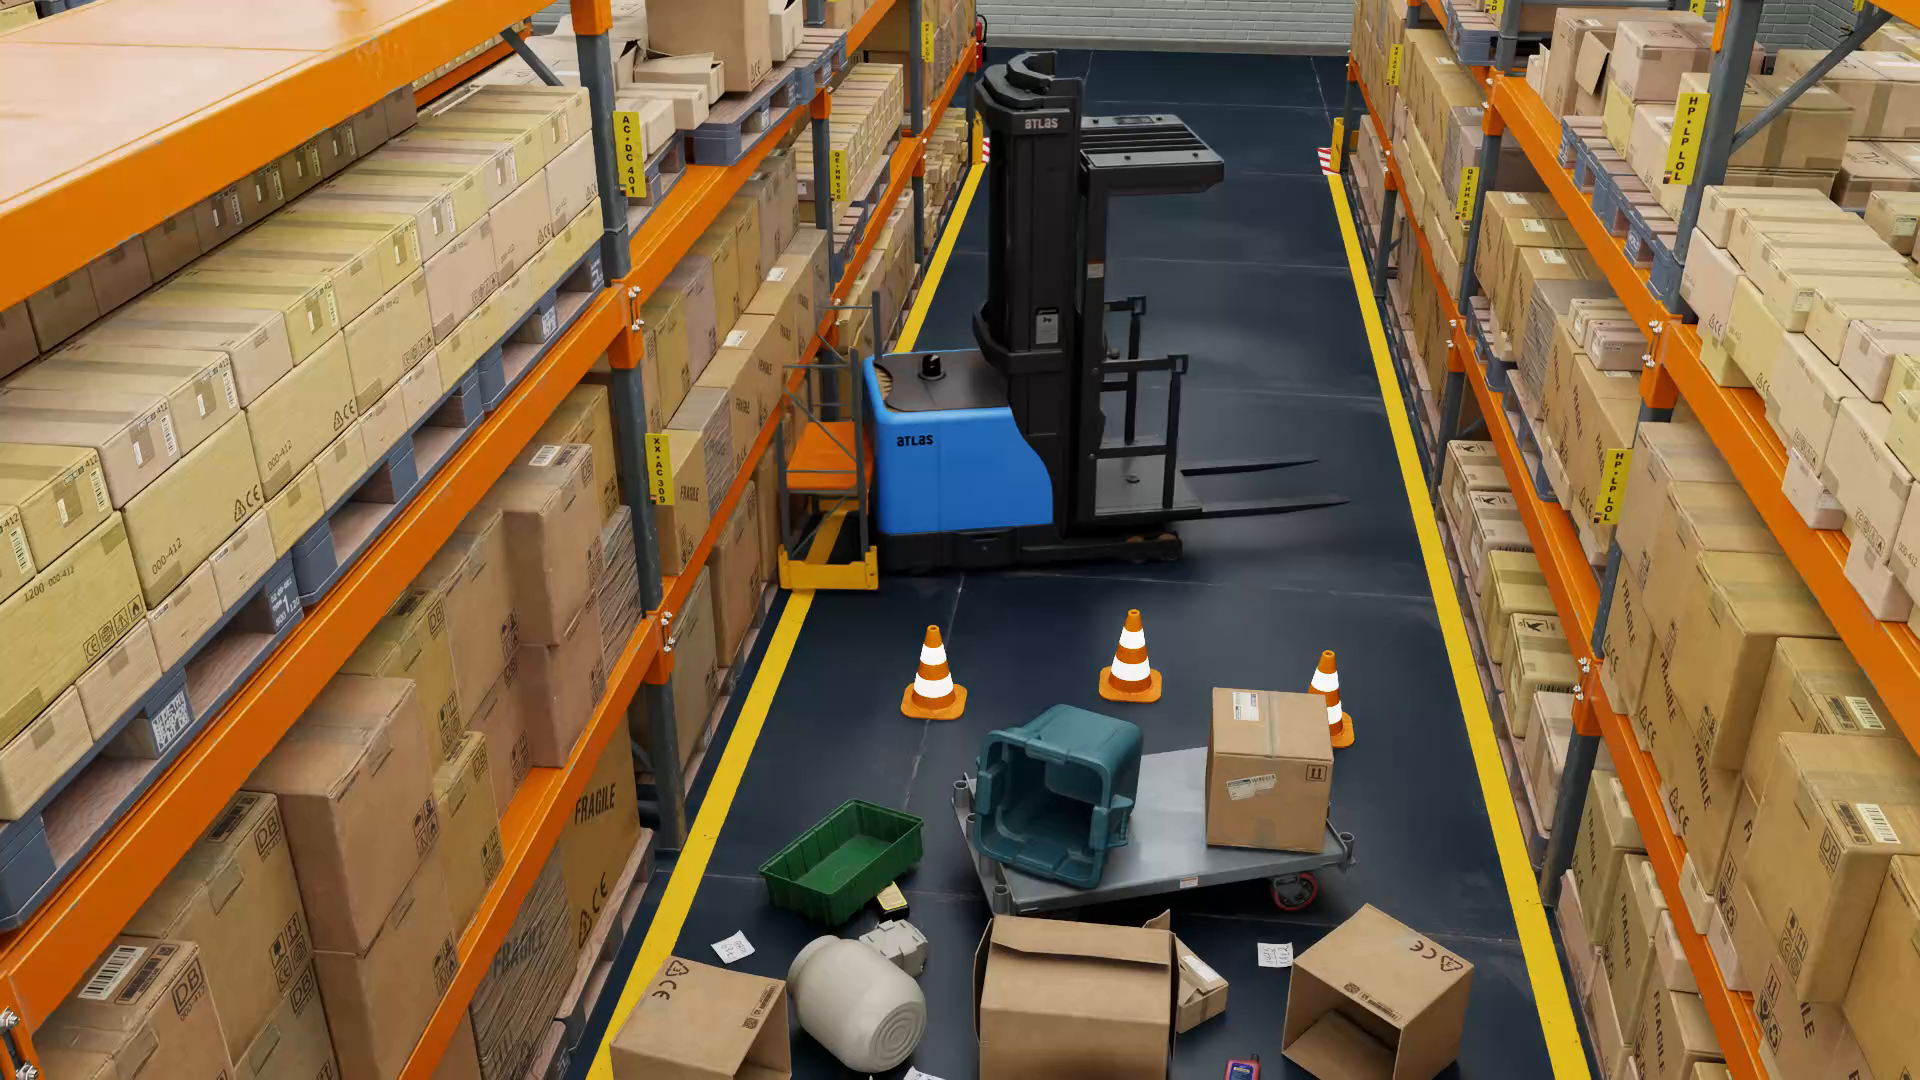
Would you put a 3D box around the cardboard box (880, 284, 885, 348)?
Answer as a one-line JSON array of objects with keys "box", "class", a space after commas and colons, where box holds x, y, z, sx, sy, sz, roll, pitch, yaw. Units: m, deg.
[{"box": [-0.855, -1.672, 12.676, 0.500, 0.500, 0.500, 3, 28, 5], "class": "cardboard box"}]

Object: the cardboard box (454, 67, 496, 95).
[{"box": [-5.352, -4.407, 17.358, 0.875, 0.875, 0.875, 3, 28, 6], "class": "cardboard box"}]

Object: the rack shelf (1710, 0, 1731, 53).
[{"box": [3.368, -2.757, 7.353, 1.077, 0.370, 4.000, 3, 28, 6], "class": "rack shelf"}]

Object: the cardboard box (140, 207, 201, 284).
[{"box": [-2.370, -0.830, 4.633, 0.380, 0.149, 0.250, 3, 28, 6], "class": "cardboard box"}]

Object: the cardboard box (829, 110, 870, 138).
[{"box": [-0.869, -3.069, 12.271, 0.380, 0.149, 0.250, 3, 28, 5], "class": "cardboard box"}]

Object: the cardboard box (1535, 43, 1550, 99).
[{"box": [3.375, -2.553, 9.098, 0.396, 0.266, 0.258, 3, 28, 6], "class": "cardboard box"}]

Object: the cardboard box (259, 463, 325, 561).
[{"box": [-1.808, -0.082, 4.085, 0.380, 0.149, 0.250, 3, 29, 6], "class": "cardboard box"}]

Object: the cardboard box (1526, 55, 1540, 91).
[{"box": [4.131, -4.043, 13.041, 0.975, 1.149, 8.216, 3, 28, 5], "class": "cardboard box"}]

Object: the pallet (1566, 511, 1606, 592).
[{"box": [3.361, 0.065, 7.460, 1.003, 0.211, 1.213, 3, 28, 6], "class": "pallet"}]

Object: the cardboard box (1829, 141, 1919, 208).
[{"box": [3.593, -1.359, 6.454, 0.500, 0.250, 0.500, 3, 28, 5], "class": "cardboard box"}]

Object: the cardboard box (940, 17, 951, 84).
[{"box": [-0.360, -4.535, 15.379, 0.500, 0.500, 0.500, 3, 28, 5], "class": "cardboard box"}]

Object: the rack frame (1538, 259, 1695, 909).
[{"box": [3.123, 0.332, 6.763, 1.000, 3.000, 0.127, 3, 28, 6], "class": "rack frame"}]

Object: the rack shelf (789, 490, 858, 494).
[{"box": [-0.757, -0.488, 10.074, 0.416, 0.036, 0.922, 1, 27, 4], "class": "rack shelf"}]

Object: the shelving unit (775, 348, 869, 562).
[{"box": [-0.762, -0.603, 9.981, 0.500, 1.500, 0.985, 1, 27, 4], "class": "shelving unit"}]

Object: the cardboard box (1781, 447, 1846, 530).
[{"box": [2.597, -0.143, 4.748, 0.380, 0.149, 0.250, 3, 28, 5], "class": "cardboard box"}]

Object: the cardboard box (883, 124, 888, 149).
[{"box": [-0.768, -3.192, 13.126, 0.380, 0.149, 0.250, 2, 28, 4], "class": "cardboard box"}]

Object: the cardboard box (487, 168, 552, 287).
[{"box": [-1.670, -1.037, 5.439, 0.500, 0.250, 0.500, 3, 28, 6], "class": "cardboard box"}]

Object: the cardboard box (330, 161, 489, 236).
[{"box": [-1.653, -1.030, 5.005, 0.380, 0.149, 0.250, 3, 29, 6], "class": "cardboard box"}]

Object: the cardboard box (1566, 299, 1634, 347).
[{"box": [3.038, -0.999, 7.688, 0.380, 0.149, 0.250, 2, 28, 4], "class": "cardboard box"}]

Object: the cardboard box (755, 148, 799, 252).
[{"box": [-1.377, -2.064, 10.051, 0.700, 0.500, 0.500, 3, 28, 6], "class": "cardboard box"}]

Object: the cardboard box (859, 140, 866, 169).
[{"box": [-0.897, -2.818, 12.119, 0.380, 0.149, 0.250, 3, 28, 6], "class": "cardboard box"}]

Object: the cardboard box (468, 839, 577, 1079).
[{"box": [-2.055, 1.559, 6.283, 0.875, 0.875, 0.875, 4, 29, 7], "class": "cardboard box"}]

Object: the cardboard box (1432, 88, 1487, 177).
[{"box": [3.539, -2.769, 11.359, 0.500, 0.500, 0.500, 3, 28, 6], "class": "cardboard box"}]

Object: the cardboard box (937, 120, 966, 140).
[{"box": [-0.138, -4.240, 17.185, 0.380, 0.149, 0.250, 3, 28, 5], "class": "cardboard box"}]

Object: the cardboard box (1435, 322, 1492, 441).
[{"box": [3.781, -1.120, 11.256, 0.875, 0.875, 0.875, 3, 28, 6], "class": "cardboard box"}]

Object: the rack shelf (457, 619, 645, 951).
[{"box": [-2.047, 1.233, 5.568, 0.919, 0.052, 3.809, 3, 28, 6], "class": "rack shelf"}]

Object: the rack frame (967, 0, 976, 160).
[{"box": [-0.331, -5.556, 17.693, 1.000, 3.000, 0.127, 3, 28, 6], "class": "rack frame"}]

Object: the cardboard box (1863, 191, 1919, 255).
[{"box": [3.301, -1.067, 5.621, 0.380, 0.149, 0.250, 4, 29, 7], "class": "cardboard box"}]

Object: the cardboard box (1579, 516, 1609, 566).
[{"box": [2.912, 0.000, 7.202, 0.380, 0.149, 0.250, 4, 29, 7], "class": "cardboard box"}]

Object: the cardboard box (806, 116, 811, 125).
[{"box": [-1.389, -3.341, 13.403, 0.380, 0.149, 0.250, 4, 29, 7], "class": "cardboard box"}]

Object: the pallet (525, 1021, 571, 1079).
[{"box": [-2.120, 2.249, 6.145, 1.003, 0.211, 1.213, 3, 28, 6], "class": "pallet"}]

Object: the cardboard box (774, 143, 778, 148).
[{"box": [-1.547, -2.862, 12.201, 0.380, 0.149, 0.250, 4, 29, 7], "class": "cardboard box"}]

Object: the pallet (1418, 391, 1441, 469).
[{"box": [3.785, -0.690, 11.600, 1.003, 0.211, 1.213, 3, 28, 6], "class": "pallet"}]

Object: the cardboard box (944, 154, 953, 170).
[{"box": [-0.275, -3.743, 16.577, 0.380, 0.149, 0.250, 5, 29, 9], "class": "cardboard box"}]

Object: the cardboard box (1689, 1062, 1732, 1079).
[{"box": [2.602, 2.035, 5.267, 0.500, 0.500, 0.500, 3, 28, 5], "class": "cardboard box"}]

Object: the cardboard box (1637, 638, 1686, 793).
[{"box": [2.754, 0.586, 5.873, 0.500, 0.500, 0.500, 3, 28, 6], "class": "cardboard box"}]

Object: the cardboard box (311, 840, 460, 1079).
[{"box": [-2.052, 1.215, 4.965, 0.875, 0.550, 0.550, 3, 28, 6], "class": "cardboard box"}]

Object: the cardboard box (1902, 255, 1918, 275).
[{"box": [3.336, -0.829, 5.600, 0.500, 0.250, 0.500, 3, 28, 6], "class": "cardboard box"}]

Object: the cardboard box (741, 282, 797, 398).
[{"box": [-1.224, -1.137, 9.384, 0.500, 0.500, 0.500, 3, 28, 5], "class": "cardboard box"}]

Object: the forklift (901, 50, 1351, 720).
[{"box": [1.018, -1.034, 9.371, 3.086, 2.935, 2.622, -4, 29, -8], "class": "forklift"}]

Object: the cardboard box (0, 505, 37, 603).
[{"box": [-1.935, 0.047, 3.006, 0.380, 0.149, 0.250, 4, 29, 7], "class": "cardboard box"}]

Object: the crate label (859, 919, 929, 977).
[{"box": [-0.294, 1.760, 7.130, 0.298, 0.136, 0.250, -17, 33, -29], "class": "crate label"}]

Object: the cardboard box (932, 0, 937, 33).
[{"box": [-0.476, -4.732, 14.689, 0.500, 0.500, 0.500, 3, 28, 5], "class": "cardboard box"}]

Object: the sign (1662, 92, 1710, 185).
[{"box": [2.572, -1.420, 5.892, 0.100, 0.325, 0.005, 3, 28, 6], "class": "sign"}]

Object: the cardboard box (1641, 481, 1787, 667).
[{"box": [2.770, 0.151, 5.626, 0.700, 0.500, 0.500, 4, 29, 6], "class": "cardboard box"}]

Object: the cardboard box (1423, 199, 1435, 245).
[{"box": [3.542, -2.215, 11.649, 0.500, 0.250, 0.500, 3, 28, 6], "class": "cardboard box"}]
